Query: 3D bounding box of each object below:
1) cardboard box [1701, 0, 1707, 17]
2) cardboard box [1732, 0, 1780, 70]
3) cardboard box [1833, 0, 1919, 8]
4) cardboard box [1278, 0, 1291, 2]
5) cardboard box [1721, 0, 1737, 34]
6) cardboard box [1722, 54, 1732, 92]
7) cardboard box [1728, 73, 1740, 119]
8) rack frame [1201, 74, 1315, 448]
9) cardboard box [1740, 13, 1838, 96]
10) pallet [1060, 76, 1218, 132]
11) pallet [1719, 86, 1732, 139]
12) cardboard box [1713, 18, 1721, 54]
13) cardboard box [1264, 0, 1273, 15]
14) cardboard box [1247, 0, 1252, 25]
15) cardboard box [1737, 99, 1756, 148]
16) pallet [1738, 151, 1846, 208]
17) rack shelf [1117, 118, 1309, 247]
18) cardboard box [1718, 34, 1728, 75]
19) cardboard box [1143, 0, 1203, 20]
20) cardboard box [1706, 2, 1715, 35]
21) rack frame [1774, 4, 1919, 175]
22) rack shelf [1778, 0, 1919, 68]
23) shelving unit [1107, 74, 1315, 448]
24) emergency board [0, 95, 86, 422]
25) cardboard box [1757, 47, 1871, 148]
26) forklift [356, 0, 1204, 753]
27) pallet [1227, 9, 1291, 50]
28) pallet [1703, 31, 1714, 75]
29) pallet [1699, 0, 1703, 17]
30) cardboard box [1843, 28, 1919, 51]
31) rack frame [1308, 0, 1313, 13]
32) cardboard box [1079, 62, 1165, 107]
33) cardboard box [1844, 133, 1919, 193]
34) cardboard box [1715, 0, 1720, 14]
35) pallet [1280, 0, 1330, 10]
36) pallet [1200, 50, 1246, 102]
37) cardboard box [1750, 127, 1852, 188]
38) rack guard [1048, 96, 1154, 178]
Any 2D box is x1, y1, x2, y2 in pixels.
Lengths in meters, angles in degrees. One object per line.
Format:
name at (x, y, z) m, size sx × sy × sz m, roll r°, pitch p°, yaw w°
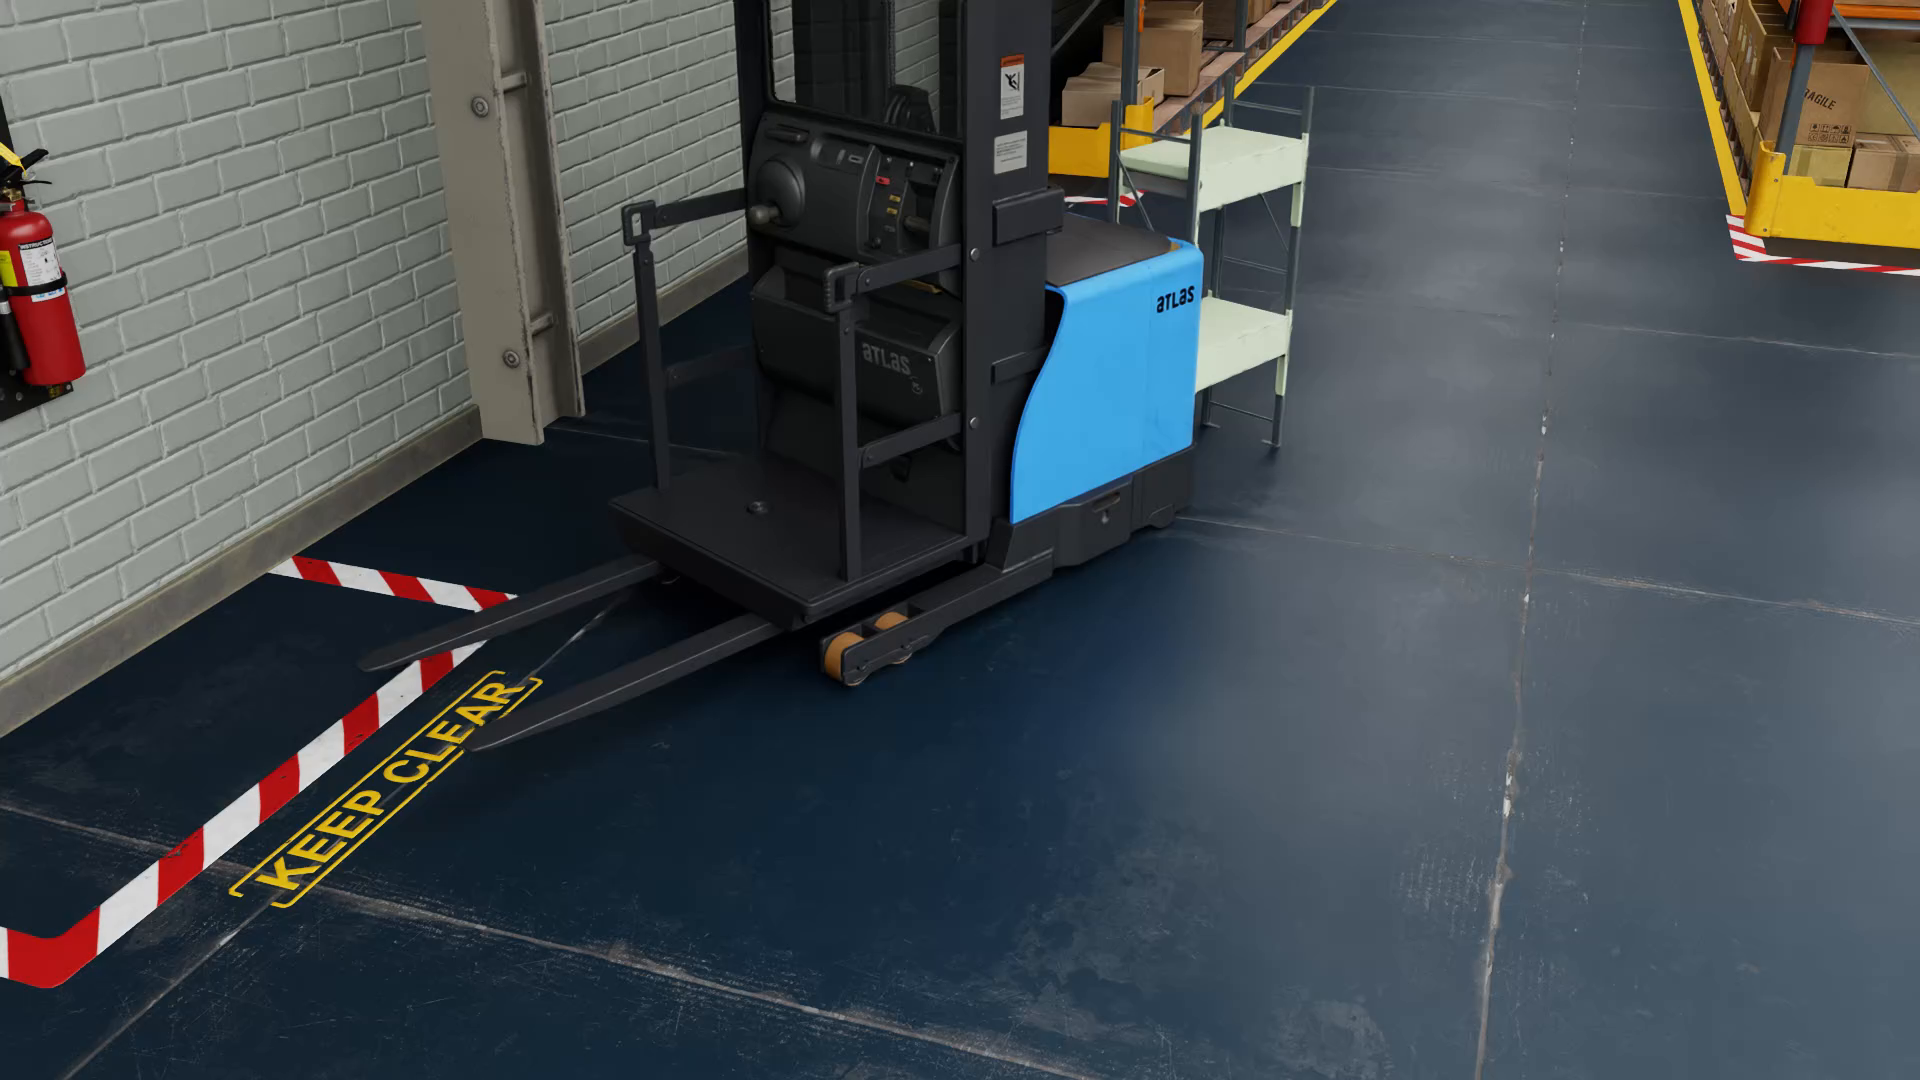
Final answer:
cardboard box at (7.586, -5.258, 16.340) m, size 0.500 × 0.250 × 0.500 m, roll 9°, pitch 27°, yaw 17°
cardboard box at (6.098, -3.772, 12.412) m, size 0.500 × 0.500 × 0.500 m, roll 9°, pitch 27°, yaw 17°
cardboard box at (5.543, -3.426, 9.770) m, size 0.700 × 0.500 × 0.500 m, roll 9°, pitch 27°, yaw 17°
cardboard box at (3.175, -5.965, 17.492) m, size 0.700 × 0.500 × 0.500 m, roll 9°, pitch 27°, yaw 18°
cardboard box at (6.738, -4.462, 14.053) m, size 0.500 × 0.311 × 0.500 m, roll 10°, pitch 27°, yaw 19°
cardboard box at (6.266, -3.640, 12.999) m, size 0.500 × 0.250 × 0.500 m, roll 9°, pitch 27°, yaw 17°
cardboard box at (5.924, -3.231, 12.153) m, size 0.500 × 0.250 × 0.500 m, roll 9°, pitch 27°, yaw 17°
rack frame at (1.214, -1.131, 6.864) m, size 0.400 × 1.500 × 0.023 m, roll 22°, pitch 33°, yaw 38°
cardboard box at (5.760, -3.362, 11.565) m, size 0.500 × 0.500 × 0.500 m, roll 9°, pitch 27°, yaw 17°
pallet at (1.440, -3.513, 13.263) m, size 1.003 × 0.211 × 1.213 m, roll 9°, pitch 27°, yaw 17°
pallet at (6.402, -3.259, 12.739) m, size 1.003 × 0.211 × 1.213 m, roll 9°, pitch 27°, yaw 17°
cardboard box at (6.911, -4.417, 14.604) m, size 0.500 × 0.250 × 0.500 m, roll 9°, pitch 27°, yaw 19°
cardboard box at (2.755, -5.562, 16.659) m, size 0.700 × 0.500 × 0.500 m, roll 9°, pitch 27°, yaw 17°
cardboard box at (2.388, -5.149, 15.807) m, size 0.700 × 0.500 × 0.500 m, roll 8°, pitch 27°, yaw 16°
cardboard box at (5.595, -2.819, 11.303) m, size 0.500 × 0.250 × 0.500 m, roll 9°, pitch 27°, yaw 17°
pallet at (5.591, -2.257, 10.669) m, size 1.003 × 0.211 × 1.213 m, roll 9°, pitch 27°, yaw 17°
rack shelf at (0.965, -1.368, 6.454) m, size 0.431 × 0.370 × 0.720 m, roll 22°, pitch 33°, yaw 38°
cardboard box at (6.571, -3.999, 13.741) m, size 0.500 × 0.250 × 0.500 m, roll 8°, pitch 27°, yaw 17°
cardboard box at (1.726, -4.193, 13.831) m, size 0.500 × 0.500 × 0.500 m, roll 7°, pitch 27°, yaw 14°
cardboard box at (7.253, -4.837, 15.470) m, size 0.500 × 0.250 × 0.500 m, roll 8°, pitch 27°, yaw 16°
rack frame at (5.376, -3.191, 9.399) m, size 1.000 × 3.000 × 0.127 m, roll 9°, pitch 27°, yaw 17°
rack shelf at (6.041, -3.689, 11.254) m, size 1.077 × 0.370 × 4.000 m, roll 9°, pitch 27°, yaw 17°
shelving unit at (0.964, -1.016, 6.622) m, size 0.431 × 1.500 × 0.755 m, roll 22°, pitch 33°, yaw 38°
emergency board at (-2.735, -0.846, 4.554) m, size 0.194 × 1.169 × 0.643 m, roll 9°, pitch 27°, yaw 17°
cardboard box at (5.273, -2.744, 10.288) m, size 0.500 × 0.500 × 0.500 m, roll 9°, pitch 27°, yaw 17°
forklift at (-0.502, -1.110, 5.178) m, size 1.130 × 2.935 × 3.031 m, roll 24°, pitch 34°, yaw 40°
pallet at (2.696, -5.120, 16.583) m, size 1.003 × 0.211 × 1.213 m, roll 9°, pitch 27°, yaw 17°
pallet at (7.319, -4.392, 15.078) m, size 1.003 × 0.211 × 1.213 m, roll 9°, pitch 27°, yaw 17°
pallet at (8.322, -5.525, 17.419) m, size 1.003 × 0.211 × 1.213 m, roll 9°, pitch 27°, yaw 17°
cardboard box at (6.083, -3.082, 10.985) m, size 0.500 × 0.500 × 0.500 m, roll 9°, pitch 27°, yaw 17°
rack frame at (3.365, -7.196, 17.670) m, size 1.000 × 3.000 × 0.127 m, roll 9°, pitch 27°, yaw 17°
cardboard box at (1.208, -3.402, 12.414) m, size 0.500 × 0.311 × 0.500 m, roll 11°, pitch 28°, yaw 22°
cardboard box at (5.764, -2.331, 10.295) m, size 0.500 × 0.250 × 0.500 m, roll 9°, pitch 27°, yaw 17°
cardboard box at (7.077, -4.872, 14.901) m, size 0.500 × 0.311 × 0.500 m, roll 8°, pitch 27°, yaw 17°
pallet at (3.699, -6.254, 18.924) m, size 1.003 × 0.211 × 1.213 m, roll 9°, pitch 27°, yaw 17°
pallet at (1.844, -4.016, 14.302) m, size 1.003 × 0.211 × 1.213 m, roll 9°, pitch 27°, yaw 17°
cardboard box at (5.275, -2.406, 10.451) m, size 0.500 × 0.250 × 0.500 m, roll 9°, pitch 27°, yaw 17°
rack guard at (0.728, -2.814, 11.489) m, size 1.175 × 0.500 × 0.348 m, roll 9°, pitch 27°, yaw 17°
